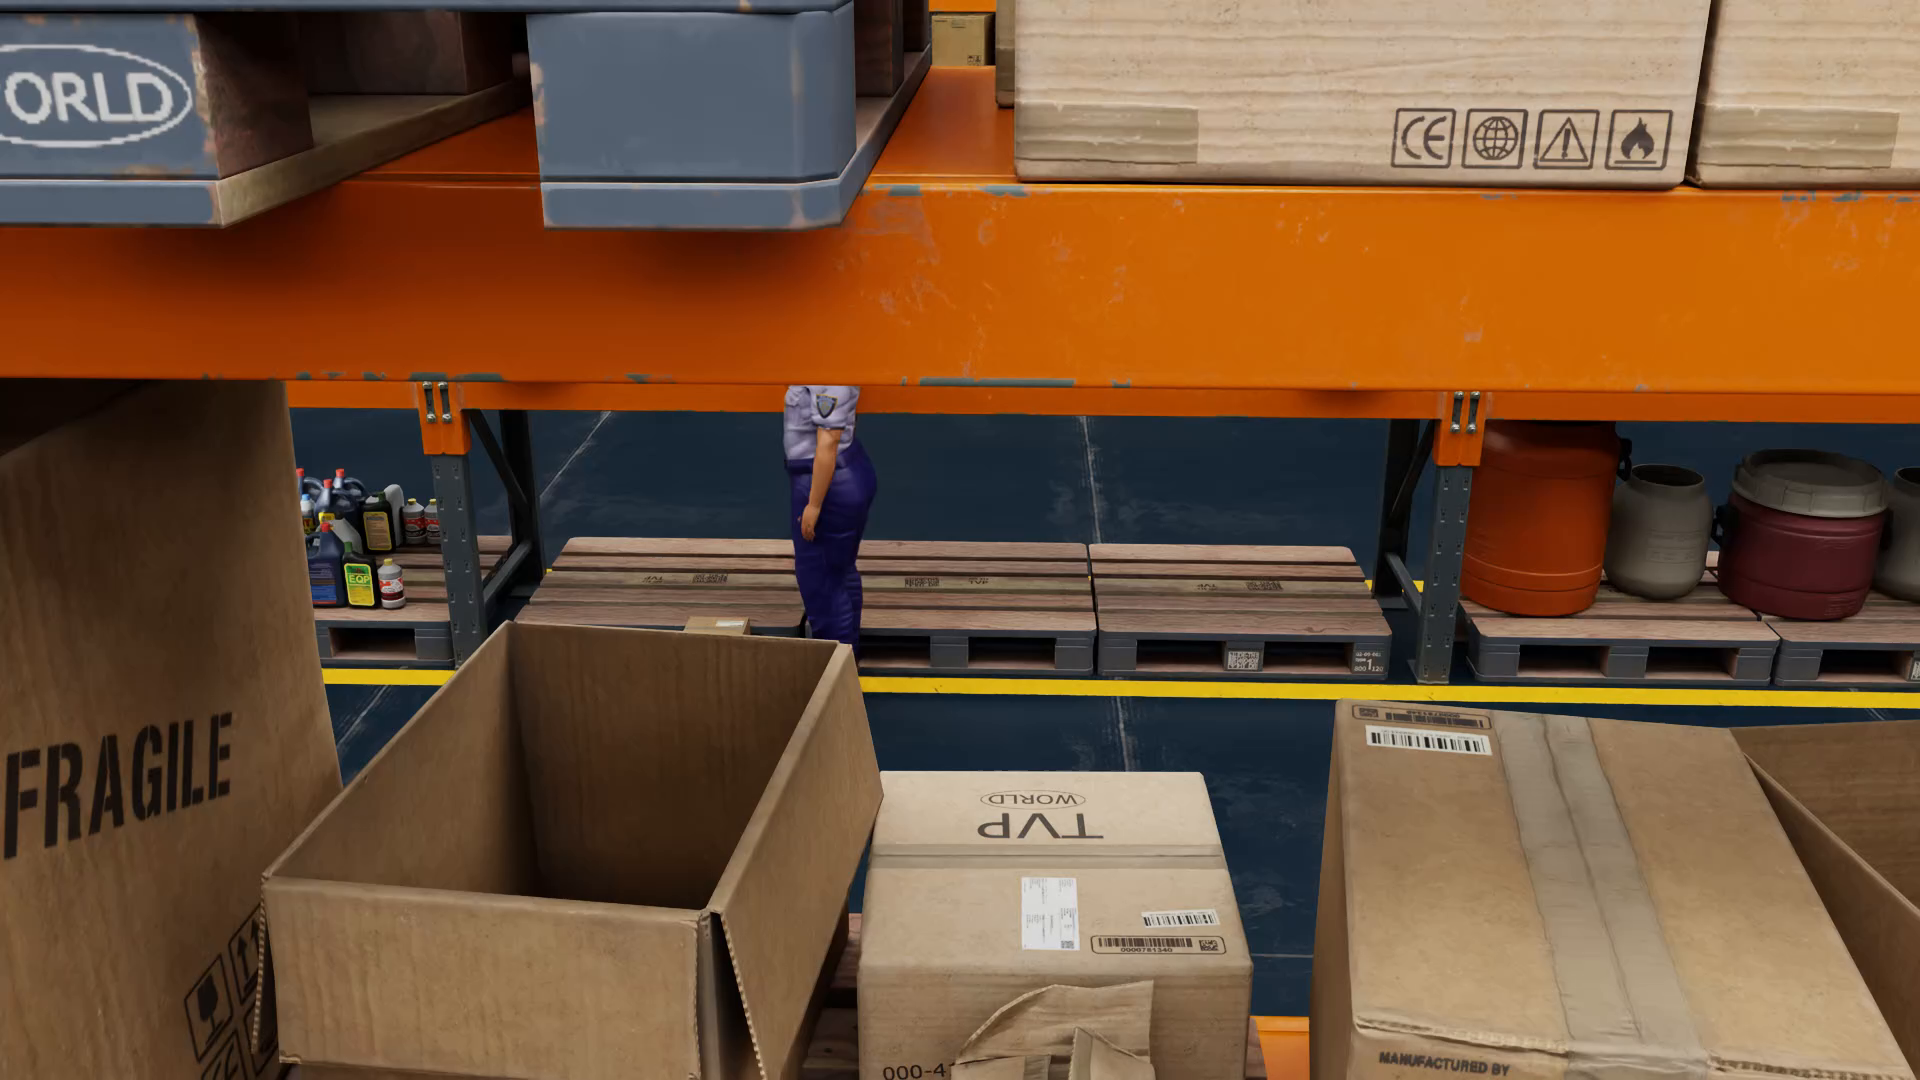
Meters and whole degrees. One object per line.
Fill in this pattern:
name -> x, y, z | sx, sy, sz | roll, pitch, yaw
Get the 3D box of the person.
person -> -0.534, -0.174, 6.547 | 0.386, 1.693, 0.516 | 3, 21, 8
